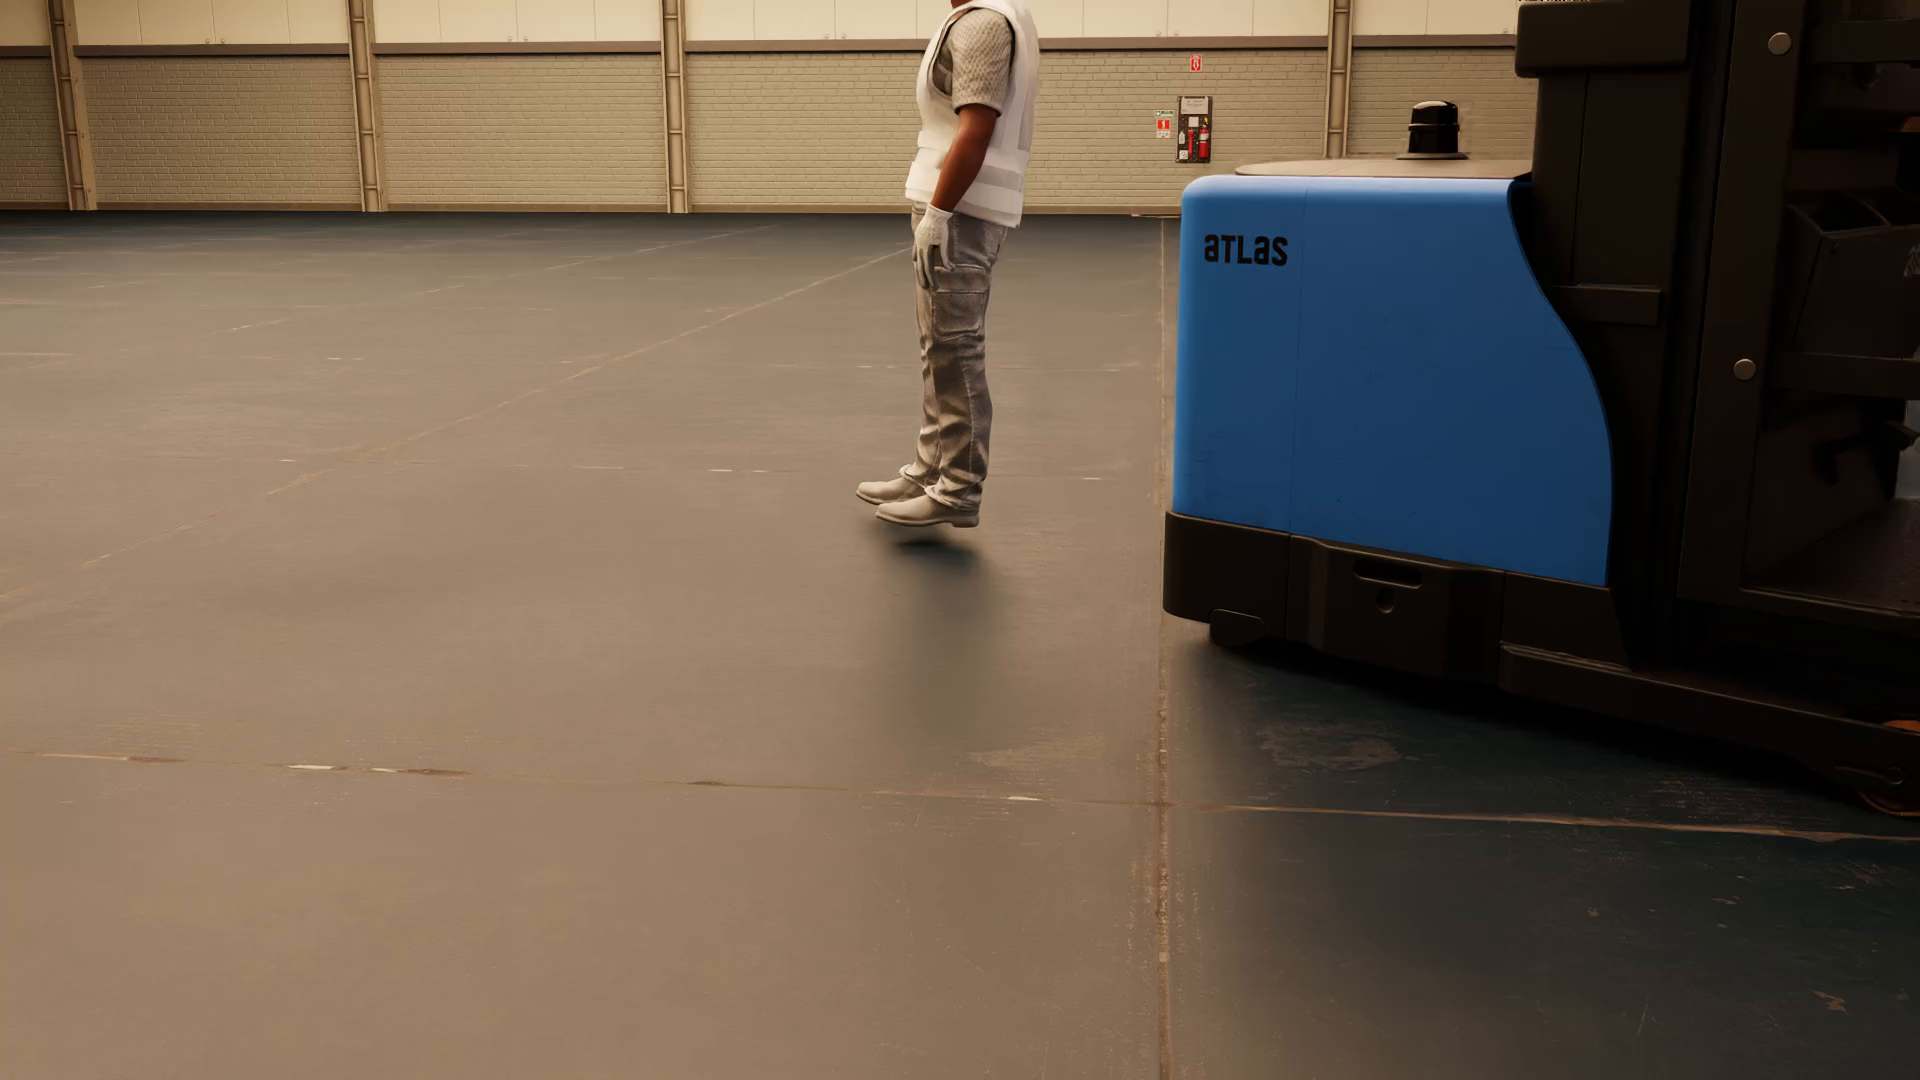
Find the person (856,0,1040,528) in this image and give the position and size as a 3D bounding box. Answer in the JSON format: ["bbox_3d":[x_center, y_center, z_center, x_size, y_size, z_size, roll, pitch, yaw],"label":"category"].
[{"bbox_3d":[-0.070,-0.918,4.749,0.577,1.781,0.656,2,13,7],"label":"person"}]

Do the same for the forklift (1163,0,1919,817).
[{"bbox_3d":[1.915,-1.051,3.006,3.031,2.935,1.130,11,17,40],"label":"forklift"}]
